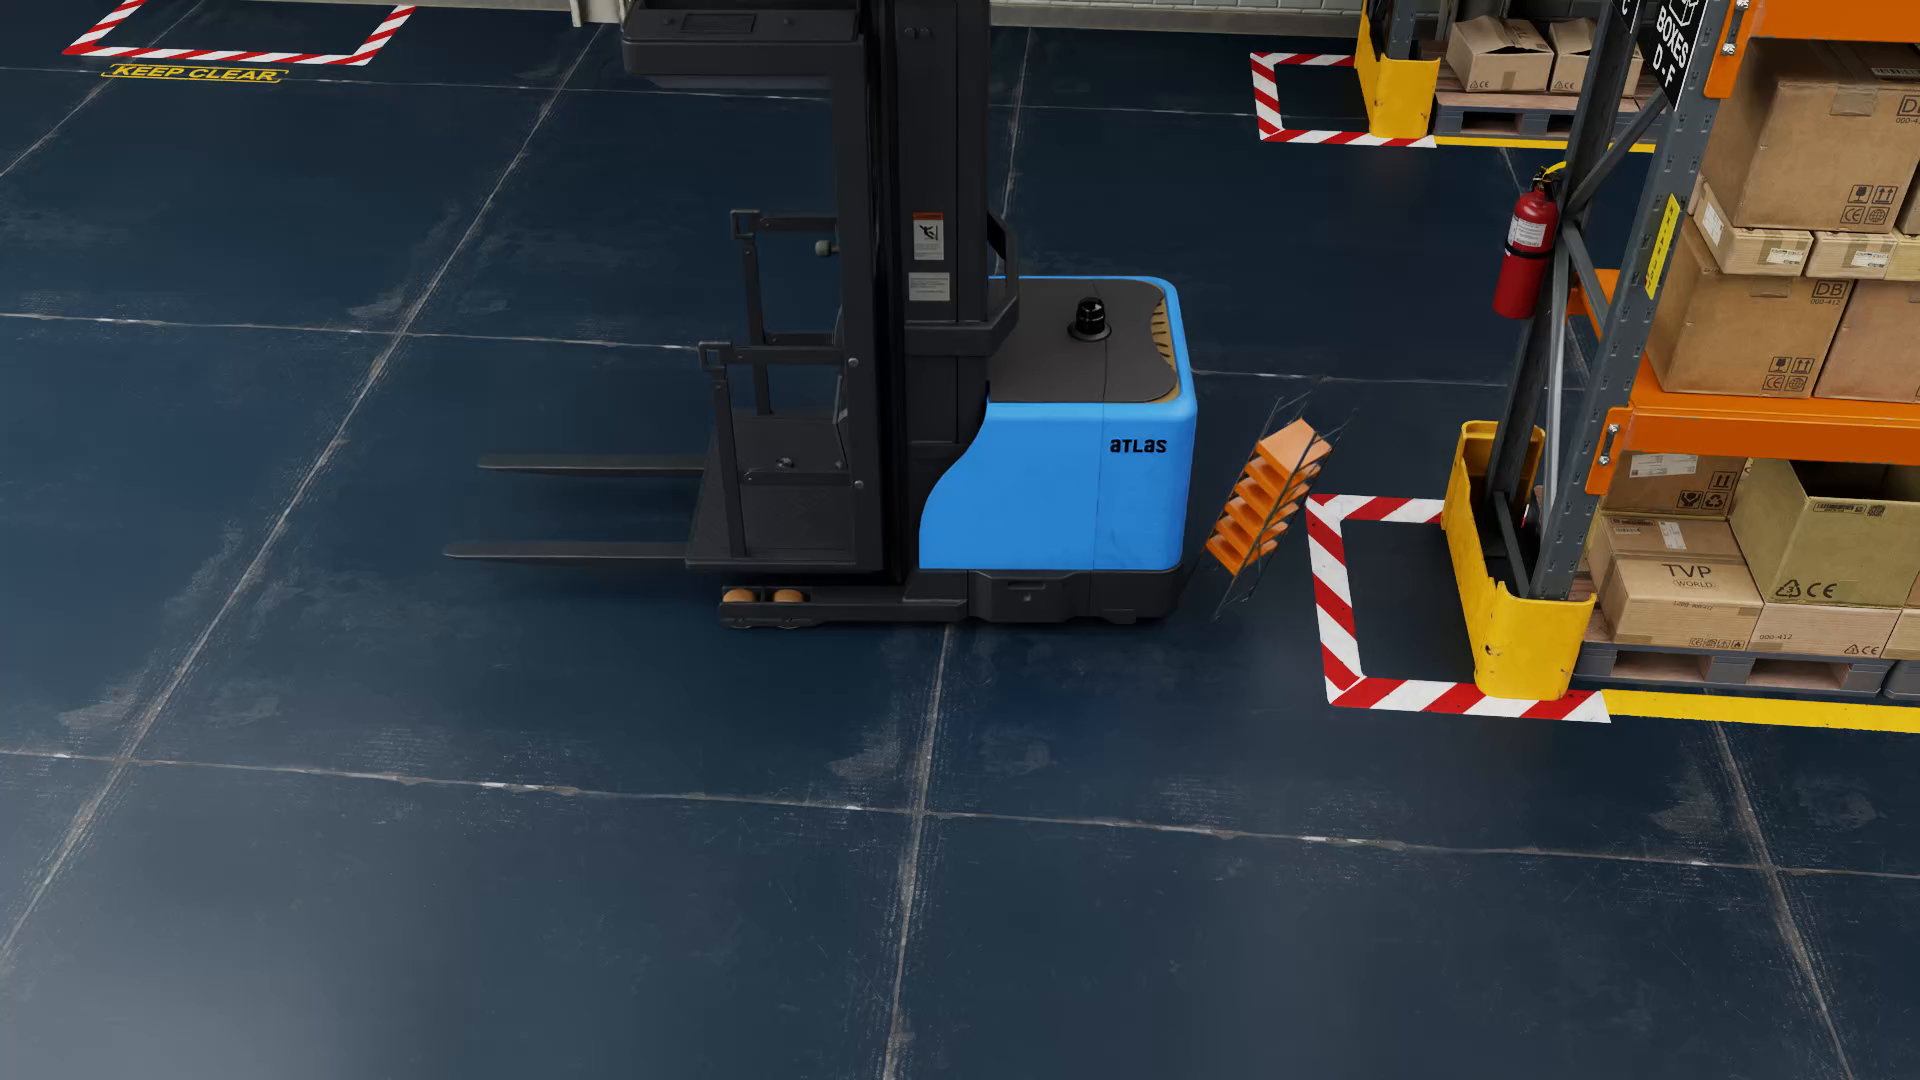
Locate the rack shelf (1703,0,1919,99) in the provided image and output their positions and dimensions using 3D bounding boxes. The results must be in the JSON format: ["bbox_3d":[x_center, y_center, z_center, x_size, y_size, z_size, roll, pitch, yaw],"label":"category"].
[{"bbox_3d":[4.267,-1.684,5.136,4.000,0.370,1.077,3,39,4],"label":"rack shelf"}]

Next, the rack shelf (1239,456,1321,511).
[{"bbox_3d":[1.219,-0.253,6.310,0.258,0.103,0.180,-28,64,-30],"label":"rack shelf"}]

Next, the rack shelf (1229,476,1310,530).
[{"bbox_3d":[1.196,-0.181,6.403,0.258,0.103,0.180,-28,64,-30],"label":"rack shelf"}]

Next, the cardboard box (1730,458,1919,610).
[{"bbox_3d":[3.288,-0.101,6.249,0.500,0.500,0.500,3,39,4],"label":"cardboard box"}]

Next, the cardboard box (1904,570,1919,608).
[{"bbox_3d":[3.787,-0.082,6.225,0.500,0.500,0.500,3,39,4],"label":"cardboard box"}]

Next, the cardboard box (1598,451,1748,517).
[{"bbox_3d":[2.834,-0.454,6.683,0.500,0.500,0.500,3,39,4],"label":"cardboard box"}]

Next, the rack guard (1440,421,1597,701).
[{"bbox_3d":[2.250,0.060,6.781,0.348,0.500,1.175,3,39,4],"label":"rack guard"}]

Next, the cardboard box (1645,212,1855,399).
[{"bbox_3d":[2.738,-0.914,5.917,0.500,0.500,0.700,3,39,4],"label":"cardboard box"}]

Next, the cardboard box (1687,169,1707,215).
[{"bbox_3d":[2.671,-1.298,5.875,0.250,0.149,0.380,3,39,3],"label":"cardboard box"}]

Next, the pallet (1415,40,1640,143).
[{"bbox_3d":[3.580,-2.872,10.611,1.213,0.211,1.003,3,39,4],"label":"pallet"}]

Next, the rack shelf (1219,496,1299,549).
[{"bbox_3d":[1.173,-0.109,6.497,0.258,0.103,0.180,-28,64,-30],"label":"rack shelf"}]

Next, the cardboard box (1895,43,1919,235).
[{"bbox_3d":[3.315,-1.389,5.473,0.500,0.500,0.700,2,39,3],"label":"cardboard box"}]

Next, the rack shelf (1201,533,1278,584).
[{"bbox_3d":[1.127,0.035,6.683,0.258,0.103,0.180,-28,64,-30],"label":"rack shelf"}]

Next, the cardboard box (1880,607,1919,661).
[{"bbox_3d":[3.786,0.217,6.453,0.500,0.250,0.500,3,39,4],"label":"cardboard box"}]

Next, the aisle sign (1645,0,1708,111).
[{"bbox_3d":[2.182,-1.728,4.937,0.004,0.787,0.394,3,39,4],"label":"aisle sign"}]

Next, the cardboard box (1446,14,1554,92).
[{"bbox_3d":[3.379,-3.058,10.412,0.500,0.311,0.500,-1,39,-1],"label":"cardboard box"}]

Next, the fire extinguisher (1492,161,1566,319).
[{"bbox_3d":[2.196,-1.177,6.381,0.183,0.674,0.296,3,39,4],"label":"fire extinguisher"}]

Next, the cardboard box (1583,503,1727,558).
[{"bbox_3d":[2.834,-0.162,6.918,0.500,0.250,0.500,3,39,4],"label":"cardboard box"}]

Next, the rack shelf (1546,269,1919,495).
[{"bbox_3d":[4.267,-0.521,6.083,4.000,0.370,1.077,3,39,4],"label":"rack shelf"}]

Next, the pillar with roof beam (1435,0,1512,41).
[{"bbox_3d":[3.098,-4.149,5.219,0.400,9.000,9.100,3,39,4],"label":"pillar with roof beam"}]

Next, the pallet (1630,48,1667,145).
[{"bbox_3d":[4.792,-2.804,10.528,1.213,0.211,1.003,3,39,4],"label":"pallet"}]

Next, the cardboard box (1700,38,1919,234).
[{"bbox_3d":[2.791,-1.414,5.504,0.500,0.500,0.700,3,39,4],"label":"cardboard box"}]

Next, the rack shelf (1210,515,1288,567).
[{"bbox_3d":[1.150,-0.037,6.590,0.258,0.103,0.180,-28,64,-30],"label":"rack shelf"}]

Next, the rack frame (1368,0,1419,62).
[{"bbox_3d":[2.698,-4.024,9.818,0.127,3.000,1.000,3,39,4],"label":"rack frame"}]

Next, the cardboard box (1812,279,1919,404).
[{"bbox_3d":[3.262,-0.888,5.886,0.500,0.500,0.700,4,39,5],"label":"cardboard box"}]

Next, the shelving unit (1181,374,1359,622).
[{"bbox_3d":[1.182,-0.136,6.462,0.258,1.200,0.189,-28,64,-30],"label":"shelving unit"}]

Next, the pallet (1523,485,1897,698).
[{"bbox_3d":[3.040,0.188,6.851,1.213,0.211,1.003,3,39,4],"label":"pallet"}]

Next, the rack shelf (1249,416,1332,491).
[{"bbox_3d":[1.242,-0.325,6.217,0.258,0.103,0.180,-28,64,-30],"label":"rack shelf"}]

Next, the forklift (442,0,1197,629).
[{"bbox_3d":[-0.609,-1.107,6.288,3.031,2.935,1.130,0,39,0],"label":"forklift"}]

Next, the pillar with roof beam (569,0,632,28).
[{"bbox_3d":[-2.879,-4.476,5.621,0.400,9.000,9.100,3,39,4],"label":"pillar with roof beam"}]

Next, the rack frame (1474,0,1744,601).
[{"bbox_3d":[2.274,-0.909,5.990,0.127,3.000,1.000,3,39,4],"label":"rack frame"}]

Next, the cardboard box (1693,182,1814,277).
[{"bbox_3d":[2.646,-1.042,5.561,0.250,0.149,0.380,3,39,4],"label":"cardboard box"}]

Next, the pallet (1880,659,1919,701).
[{"bbox_3d":[4.252,0.256,6.768,1.213,0.211,1.003,3,39,4],"label":"pallet"}]

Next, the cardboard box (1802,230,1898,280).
[{"bbox_3d":[2.910,-1.029,5.545,0.250,0.149,0.380,2,39,3],"label":"cardboard box"}]

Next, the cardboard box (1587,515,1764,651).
[{"bbox_3d":[2.789,0.164,6.518,0.500,0.250,0.500,3,39,4],"label":"cardboard box"}]

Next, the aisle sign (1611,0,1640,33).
[{"bbox_3d":[2.234,-2.105,5.401,0.004,0.787,0.394,3,39,4],"label":"aisle sign"}]

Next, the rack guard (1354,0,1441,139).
[{"bbox_3d":[2.774,-3.051,10.602,0.348,0.500,1.175,3,39,4],"label":"rack guard"}]

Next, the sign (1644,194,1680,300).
[{"bbox_3d":[2.220,-0.926,5.263,0.005,0.325,0.100,3,39,4],"label":"sign"}]

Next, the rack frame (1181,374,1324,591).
[{"bbox_3d":[1.125,-0.199,6.497,0.240,1.200,0.006,-28,64,-30],"label":"rack frame"}]

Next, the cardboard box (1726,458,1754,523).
[{"bbox_3d":[3.333,-0.142,6.894,0.500,0.250,0.500,3,39,4],"label":"cardboard box"}]

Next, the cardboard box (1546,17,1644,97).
[{"bbox_3d":[3.947,-3.027,10.374,0.500,0.311,0.500,6,40,8],"label":"cardboard box"}]

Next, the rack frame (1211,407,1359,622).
[{"bbox_3d":[1.239,-0.073,6.428,0.240,1.200,0.006,-28,64,-30],"label":"rack frame"}]

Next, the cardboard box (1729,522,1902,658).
[{"bbox_3d":[3.288,0.189,6.487,0.500,0.250,0.500,3,39,4],"label":"cardboard box"}]

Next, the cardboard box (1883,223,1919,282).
[{"bbox_3d":[3.158,-1.015,5.528,0.250,0.149,0.380,3,39,4],"label":"cardboard box"}]
